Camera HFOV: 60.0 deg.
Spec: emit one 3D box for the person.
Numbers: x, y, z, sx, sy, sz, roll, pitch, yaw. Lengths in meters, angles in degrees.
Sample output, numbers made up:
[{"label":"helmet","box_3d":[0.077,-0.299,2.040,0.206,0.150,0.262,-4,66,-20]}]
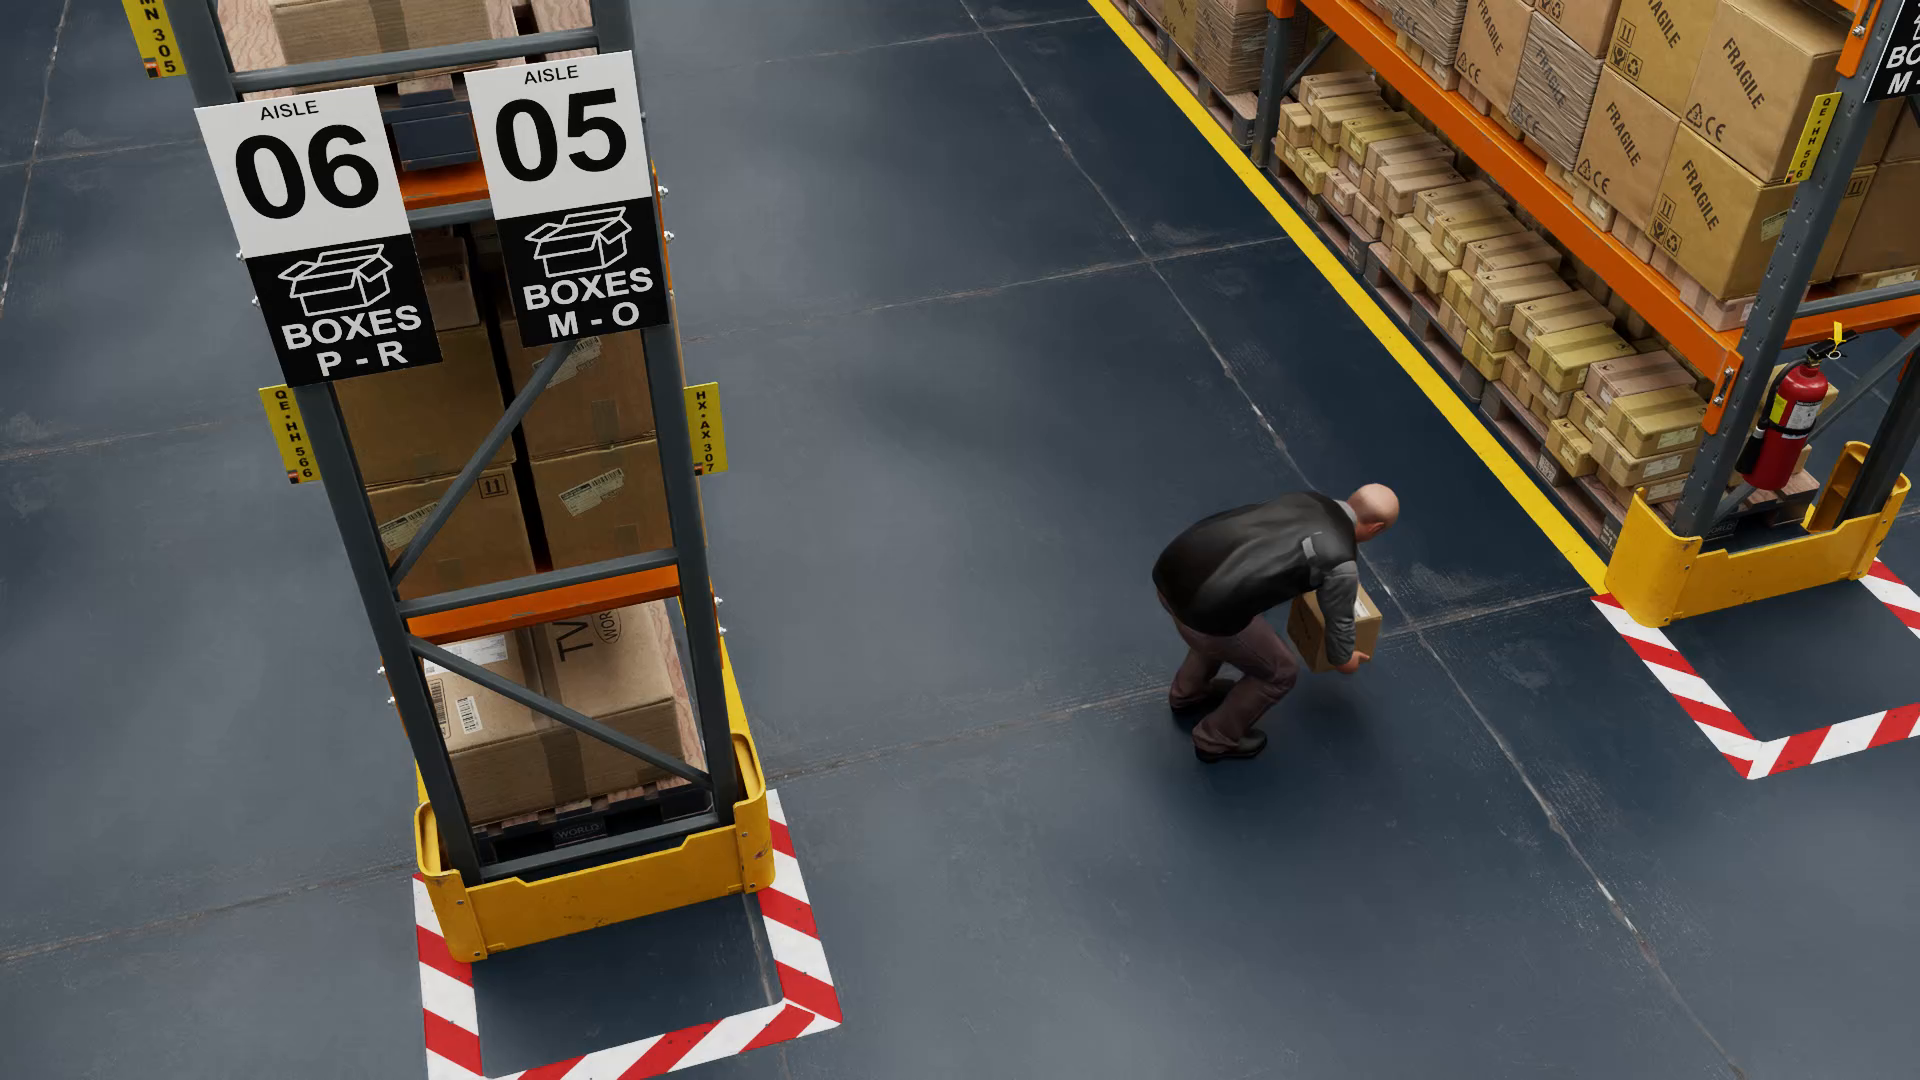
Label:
[{"label":"person","box_3d":[1.203,0.262,6.304,0.916,1.165,0.486,-14,44,-15]}]
